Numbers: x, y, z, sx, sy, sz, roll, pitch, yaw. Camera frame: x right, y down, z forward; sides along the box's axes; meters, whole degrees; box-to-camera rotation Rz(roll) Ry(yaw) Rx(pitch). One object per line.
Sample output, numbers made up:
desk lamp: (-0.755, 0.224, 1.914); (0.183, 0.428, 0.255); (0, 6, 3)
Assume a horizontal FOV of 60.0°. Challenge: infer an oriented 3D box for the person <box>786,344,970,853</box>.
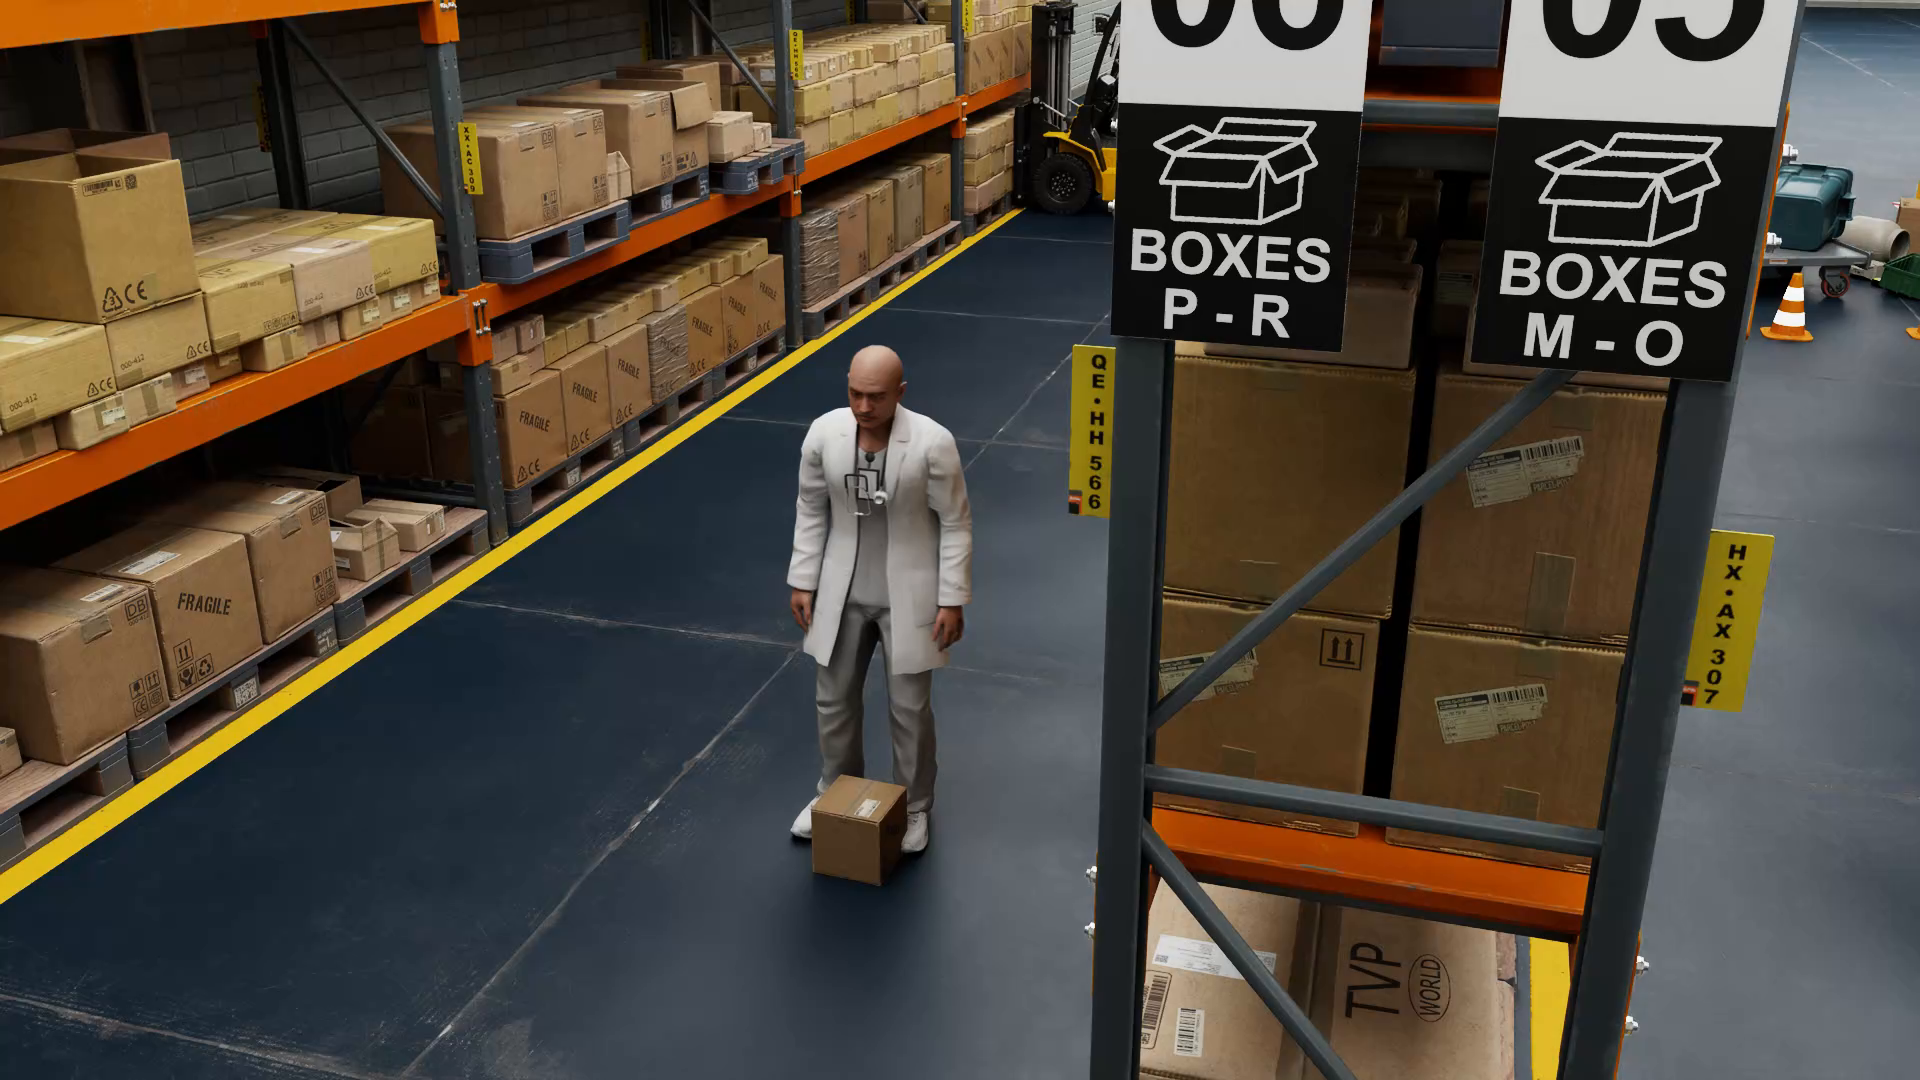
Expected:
person: (-0.281, 0.190, 5.629); (0.642, 1.773, 0.424); (6, 22, 14)
